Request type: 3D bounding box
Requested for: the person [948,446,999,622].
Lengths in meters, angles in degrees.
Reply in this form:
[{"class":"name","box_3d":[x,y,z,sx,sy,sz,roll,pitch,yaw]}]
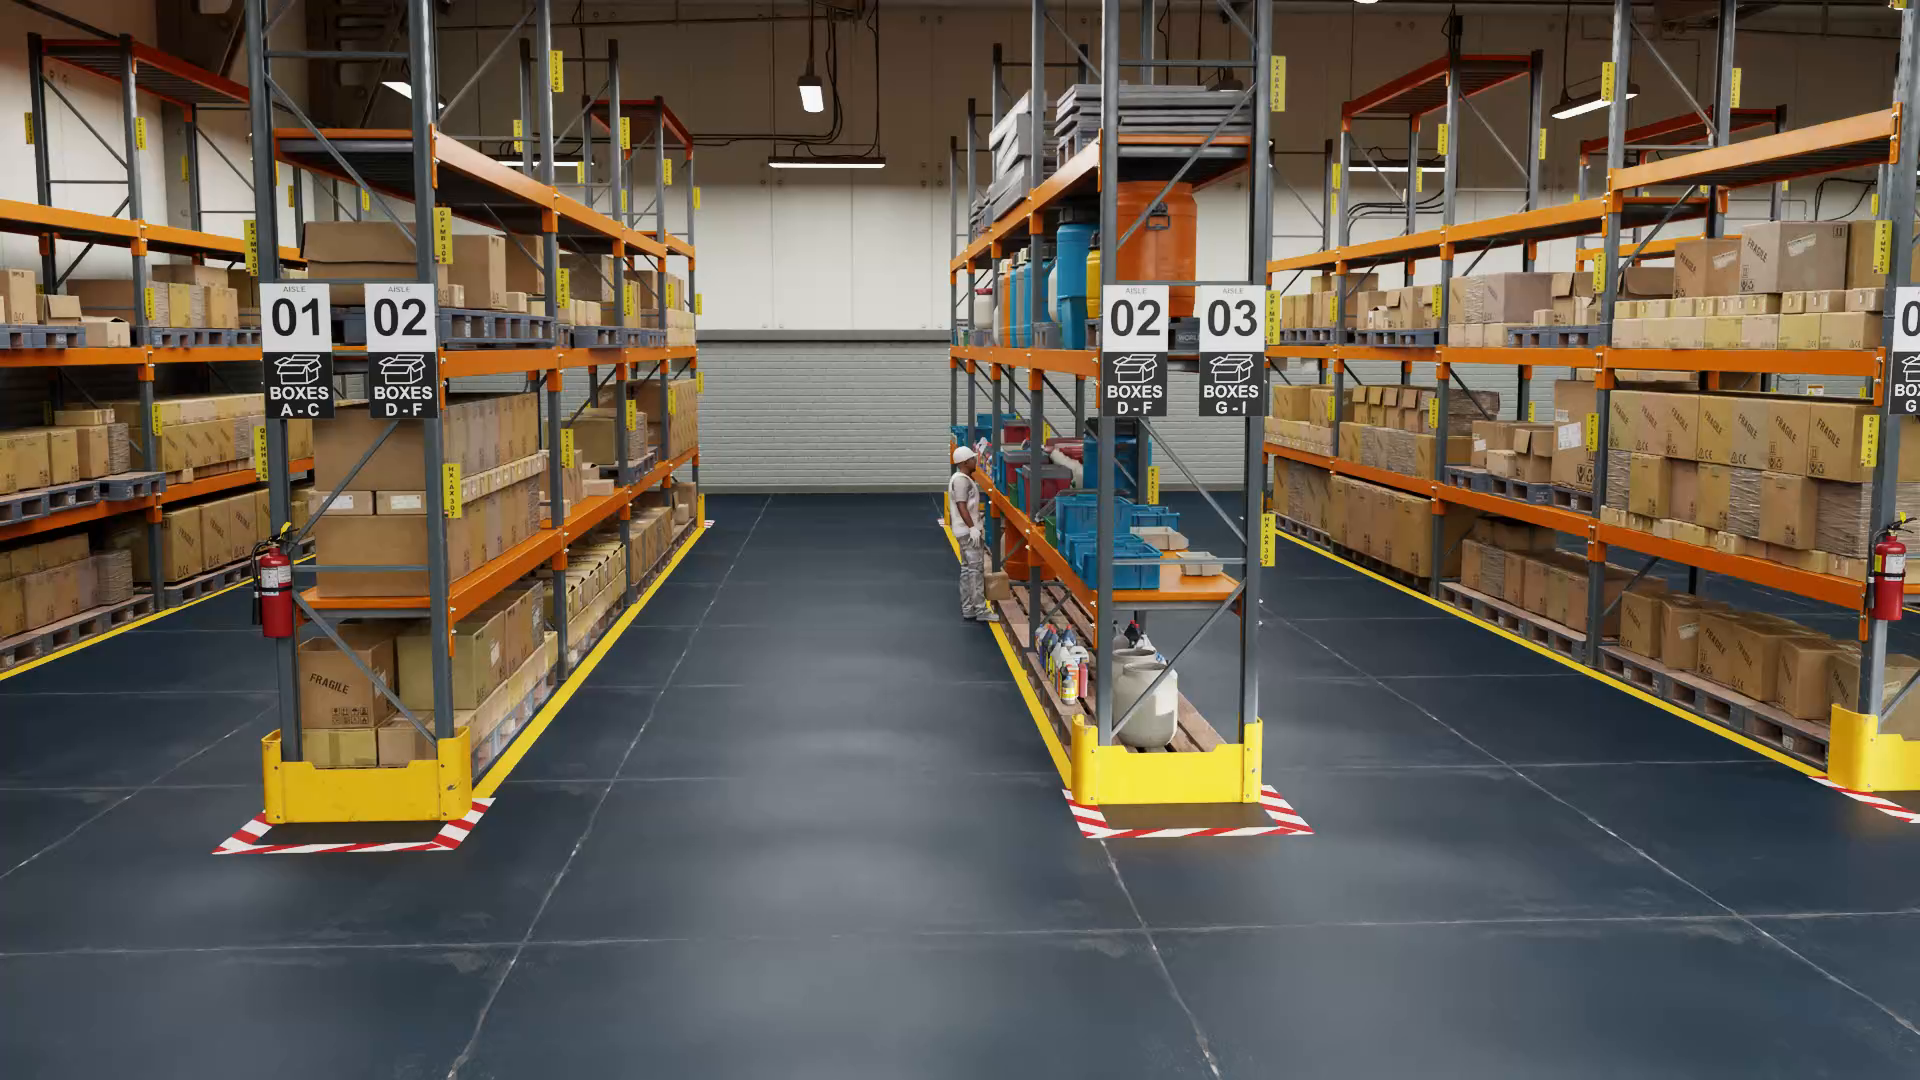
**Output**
[{"class":"person","box_3d":[0.167,-0.076,17.216,0.577,1.783,0.657,0,7,-4]}]
